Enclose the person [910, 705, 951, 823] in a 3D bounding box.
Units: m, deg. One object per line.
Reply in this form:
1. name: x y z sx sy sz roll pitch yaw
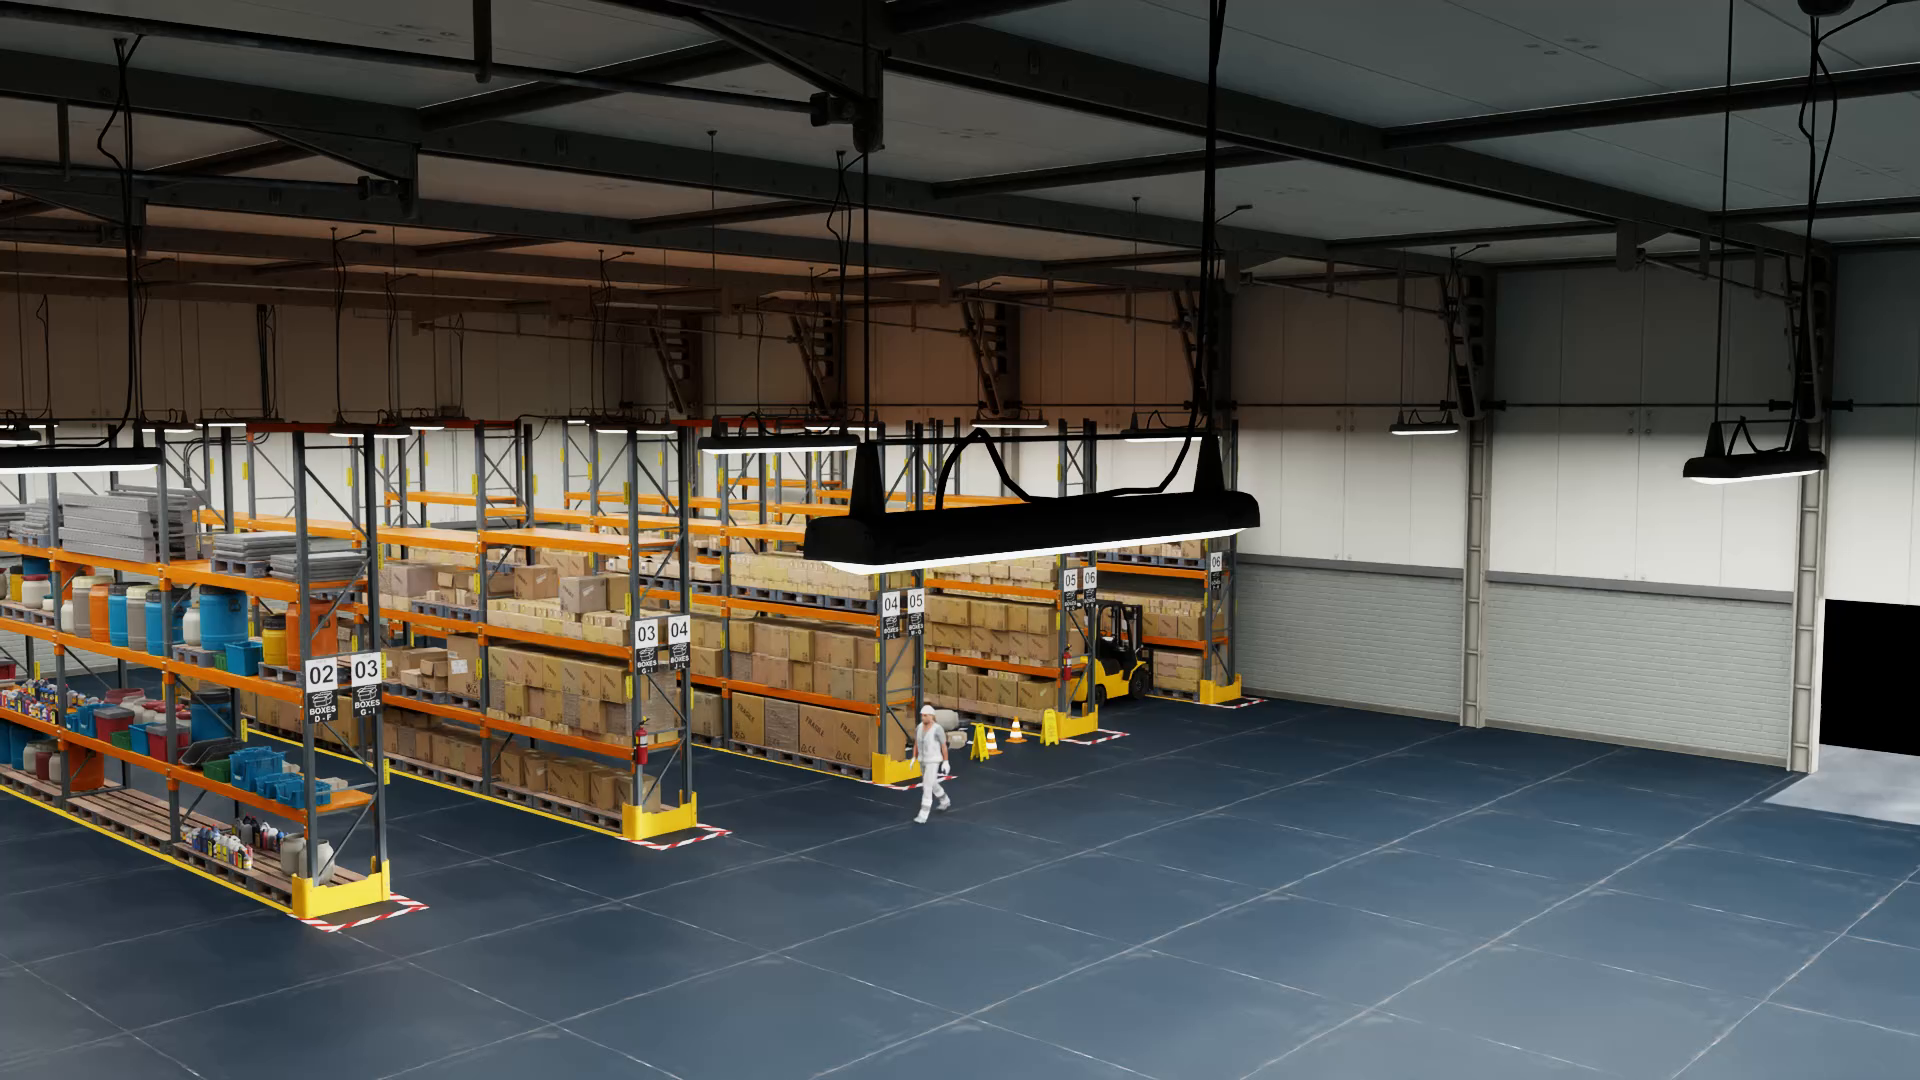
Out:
1. person: -0.472 3.389 25.419 1.036 1.750 0.551 -4 6 -43
